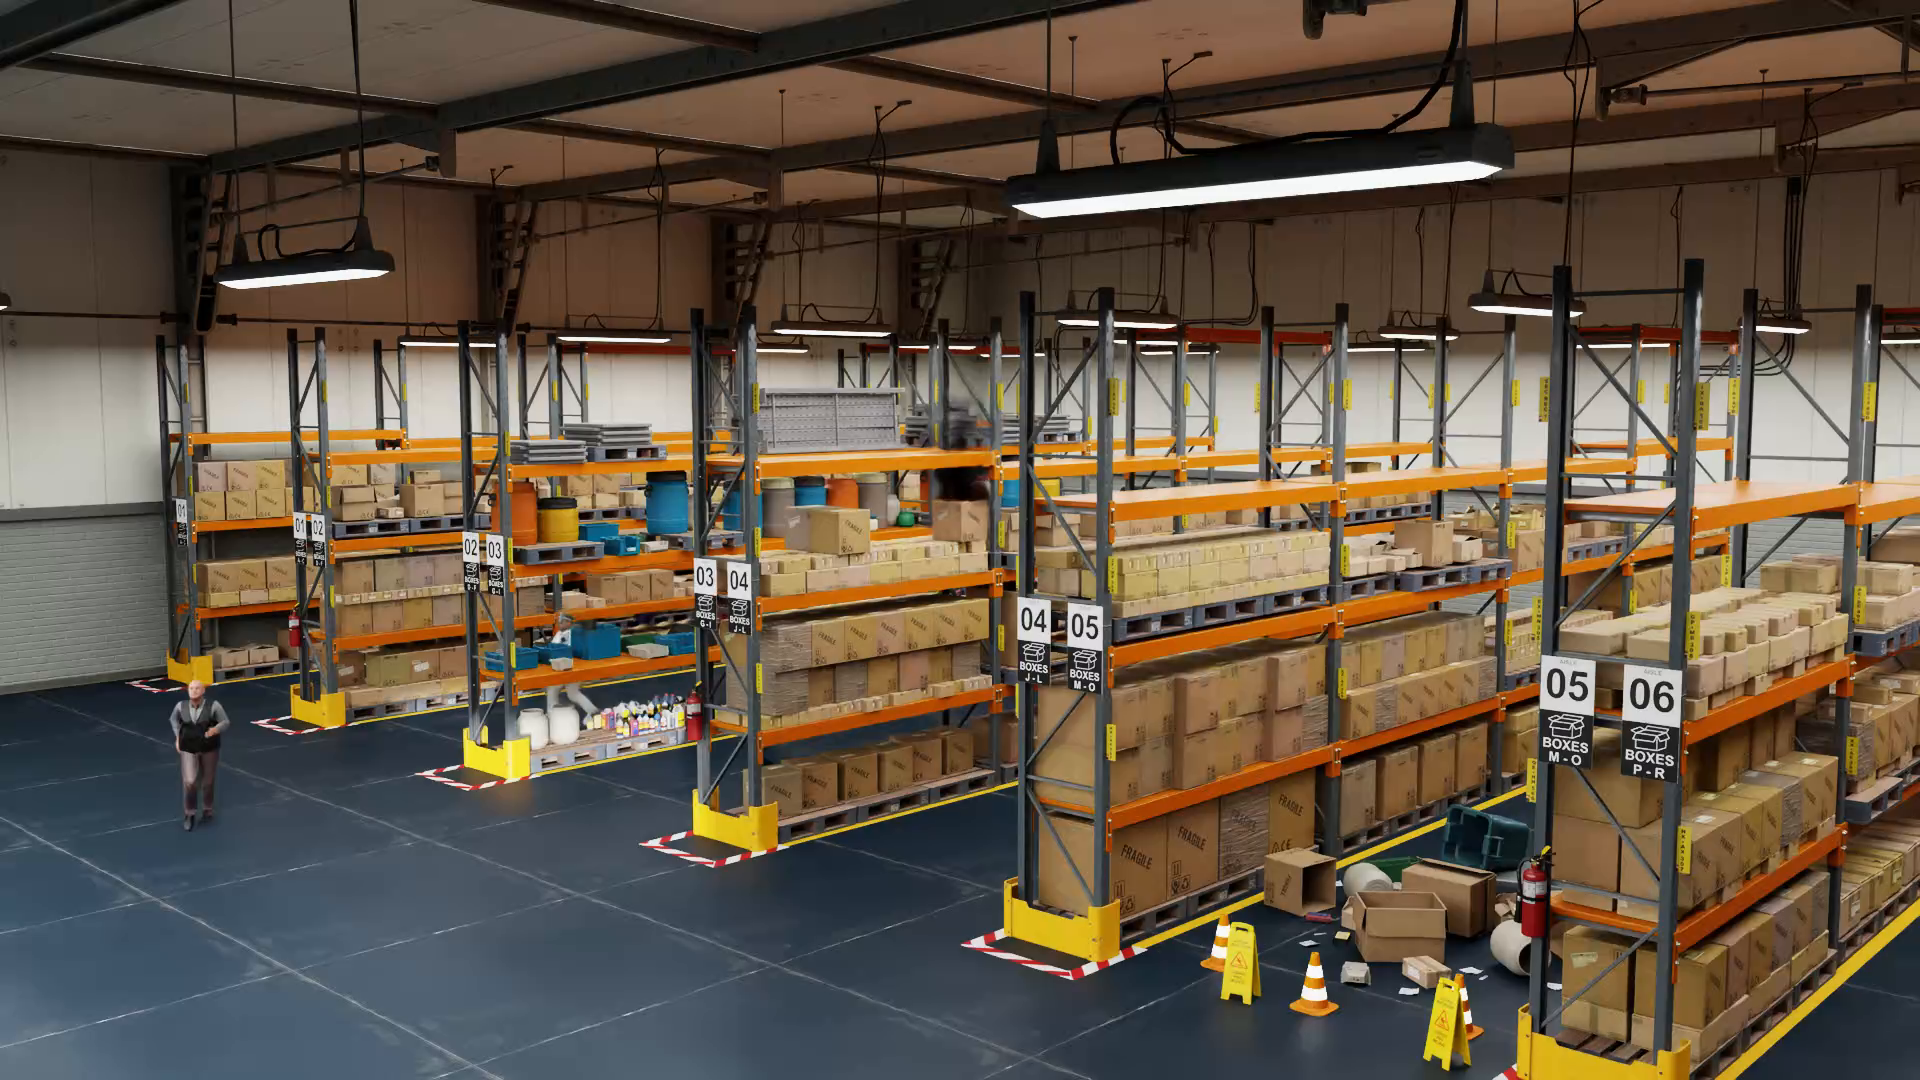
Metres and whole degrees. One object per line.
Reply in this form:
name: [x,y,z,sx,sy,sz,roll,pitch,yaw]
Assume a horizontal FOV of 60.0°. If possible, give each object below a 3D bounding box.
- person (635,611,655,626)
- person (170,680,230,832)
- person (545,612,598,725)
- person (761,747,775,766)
person: [-5.992,1.378,31.778,0.593,1.647,0.867,4,7,35]
person: [-8.850,2.496,19.390,0.652,1.758,0.756,-2,6,-21]
person: [-5.874,1.936,24.737,0.662,1.768,0.974,5,7,40]
person: [-2.528,2.405,21.024,0.524,1.558,0.536,5,7,40]
